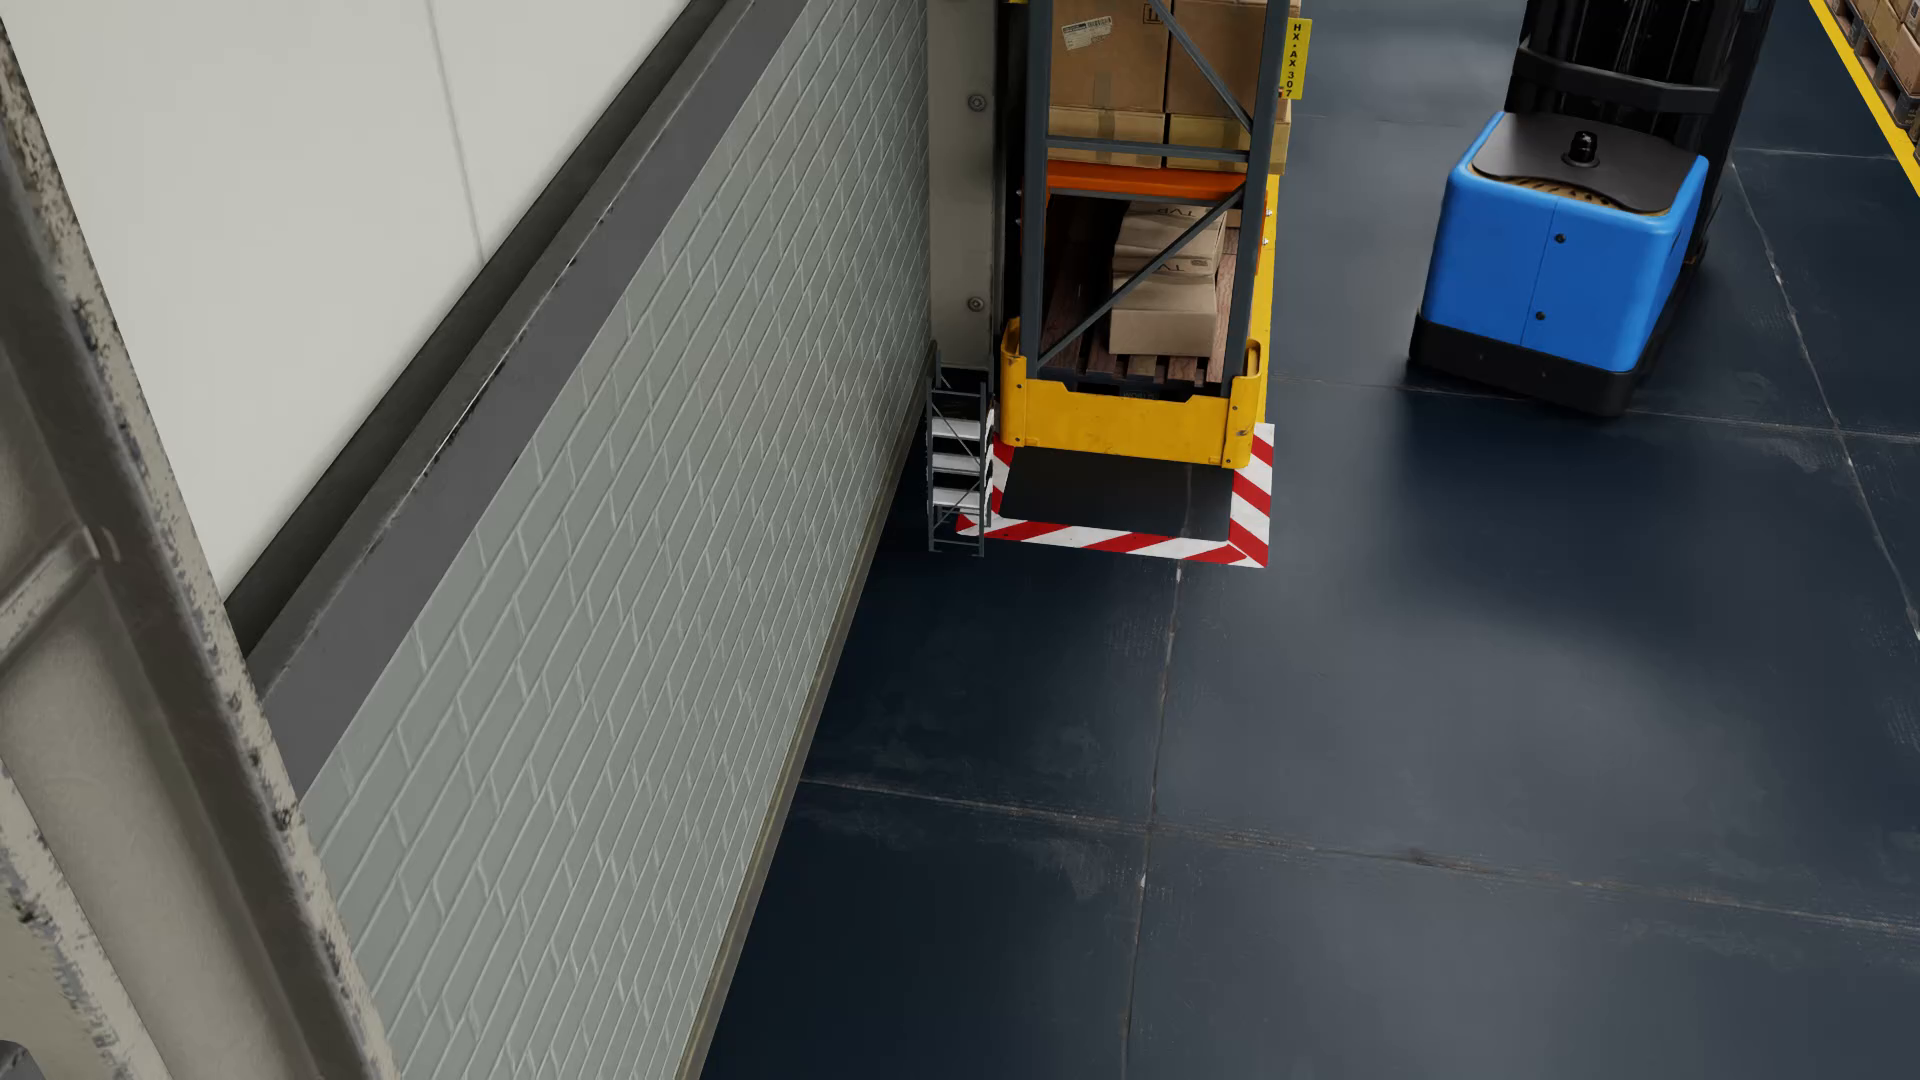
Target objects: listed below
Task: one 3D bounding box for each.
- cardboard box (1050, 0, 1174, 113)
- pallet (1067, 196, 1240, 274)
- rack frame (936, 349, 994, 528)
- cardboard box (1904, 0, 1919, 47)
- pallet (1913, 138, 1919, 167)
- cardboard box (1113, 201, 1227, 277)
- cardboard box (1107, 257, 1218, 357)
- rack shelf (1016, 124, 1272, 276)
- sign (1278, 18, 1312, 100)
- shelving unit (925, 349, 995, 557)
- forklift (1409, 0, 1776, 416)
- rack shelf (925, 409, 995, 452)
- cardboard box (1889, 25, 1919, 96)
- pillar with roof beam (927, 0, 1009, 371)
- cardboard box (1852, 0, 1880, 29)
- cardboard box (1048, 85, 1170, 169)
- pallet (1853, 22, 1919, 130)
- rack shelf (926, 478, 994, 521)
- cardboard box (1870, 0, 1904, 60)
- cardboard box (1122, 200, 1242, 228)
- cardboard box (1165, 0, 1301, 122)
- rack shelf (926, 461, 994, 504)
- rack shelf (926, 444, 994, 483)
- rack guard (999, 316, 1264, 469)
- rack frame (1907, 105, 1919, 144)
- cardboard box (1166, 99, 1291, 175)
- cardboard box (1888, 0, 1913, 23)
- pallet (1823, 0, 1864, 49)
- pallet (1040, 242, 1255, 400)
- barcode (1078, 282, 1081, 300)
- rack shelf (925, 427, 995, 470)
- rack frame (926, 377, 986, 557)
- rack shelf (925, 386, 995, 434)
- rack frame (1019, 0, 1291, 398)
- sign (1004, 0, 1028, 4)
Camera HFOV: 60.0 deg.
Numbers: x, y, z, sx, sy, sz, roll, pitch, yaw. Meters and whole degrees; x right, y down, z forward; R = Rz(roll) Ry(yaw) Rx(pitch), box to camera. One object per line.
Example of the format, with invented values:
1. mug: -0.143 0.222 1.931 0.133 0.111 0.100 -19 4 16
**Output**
1. cardboard box: 0.639 -2.159 7.021 0.500 0.500 0.500 6 40 7
2. pallet: 1.169 -1.843 9.314 1.003 0.211 1.213 6 40 8
3. rack frame: 0.019 -0.416 7.046 0.240 0.900 0.006 6 40 8
4. cardboard box: 6.126 -3.171 10.120 0.500 0.311 0.500 6 40 8
5. pallet: 6.160 -1.998 9.501 1.003 0.211 1.213 6 40 8
6. cardboard box: 1.074 -1.516 8.495 0.500 0.311 0.500 10 41 11
7. cardboard box: 0.975 -1.158 8.062 0.500 0.311 0.500 2 40 3
8. rack shelf: 1.113 -2.579 8.579 1.077 0.370 4.000 6 40 8
9. sign: 1.301 -1.875 6.484 0.100 0.325 0.005 6 40 8
10. shelving unit: 0.001 -0.352 6.969 0.258 0.900 0.210 6 40 8
11. forklift: 3.401 -2.635 8.136 1.130 2.935 3.031 20 44 23
12. rack shelf: 0.001 -0.465 6.876 0.258 0.077 0.200 6 40 8
13. cardboard box: 6.125 -2.962 10.306 0.500 0.250 0.500 6 40 7
14. pillar with roof beam: 4.276 -3.973 4.993 9.100 9.000 0.400 6 40 8
15. cardboard box: 6.302 -3.600 11.078 0.500 0.250 0.500 7 40 9
16. cardboard box: 0.657 -1.865 7.254 0.500 0.250 0.500 7 40 8
17. pallet: 6.428 -2.959 10.663 1.003 0.211 1.213 6 40 8
18. rack shelf: 0.001 -0.187 7.105 0.258 0.077 0.200 6 40 8
19. cardboard box: 6.214 -3.279 10.690 0.500 0.250 0.500 6 40 7
20. cardboard box: 1.250 -2.044 8.984 0.700 0.500 0.500 4 40 5
21. cardboard box: 1.145 -2.106 6.957 0.500 0.500 0.500 6 40 8
22. rack shelf: 0.001 -0.257 7.048 0.258 0.077 0.200 6 40 8
23. rack shelf: 0.001 -0.326 6.990 0.258 0.077 0.200 6 40 8
24. rack guard: 0.780 -0.685 7.686 1.175 0.500 0.348 6 40 8
25. rack frame: 6.339 -3.567 9.210 1.000 3.000 0.127 6 40 8
26. cardboard box: 1.164 -1.822 7.201 0.500 0.250 0.500 5 40 6
27. cardboard box: 6.210 -3.498 10.516 0.500 0.311 0.500 7 40 9
28. pallet: 6.637 -3.727 11.592 1.003 0.211 1.213 6 40 8
29. pallet: 0.955 -1.080 8.390 1.003 0.211 1.213 6 40 8
30. barcode: 0.584 -1.217 8.126 0.001 0.075 0.075 6 40 8
31. rack shelf: 0.001 -0.395 6.933 0.258 0.077 0.200 6 40 8
32. rack frame: -0.016 -0.288 6.892 0.240 0.900 0.006 6 40 8
33. rack shelf: 0.001 -0.534 6.818 0.258 0.077 0.200 6 40 8
34. rack frame: 0.767 -1.601 6.832 1.000 3.000 0.127 6 40 8
35. sign: 0.224 -2.243 6.452 0.100 0.325 0.005 6 40 8
